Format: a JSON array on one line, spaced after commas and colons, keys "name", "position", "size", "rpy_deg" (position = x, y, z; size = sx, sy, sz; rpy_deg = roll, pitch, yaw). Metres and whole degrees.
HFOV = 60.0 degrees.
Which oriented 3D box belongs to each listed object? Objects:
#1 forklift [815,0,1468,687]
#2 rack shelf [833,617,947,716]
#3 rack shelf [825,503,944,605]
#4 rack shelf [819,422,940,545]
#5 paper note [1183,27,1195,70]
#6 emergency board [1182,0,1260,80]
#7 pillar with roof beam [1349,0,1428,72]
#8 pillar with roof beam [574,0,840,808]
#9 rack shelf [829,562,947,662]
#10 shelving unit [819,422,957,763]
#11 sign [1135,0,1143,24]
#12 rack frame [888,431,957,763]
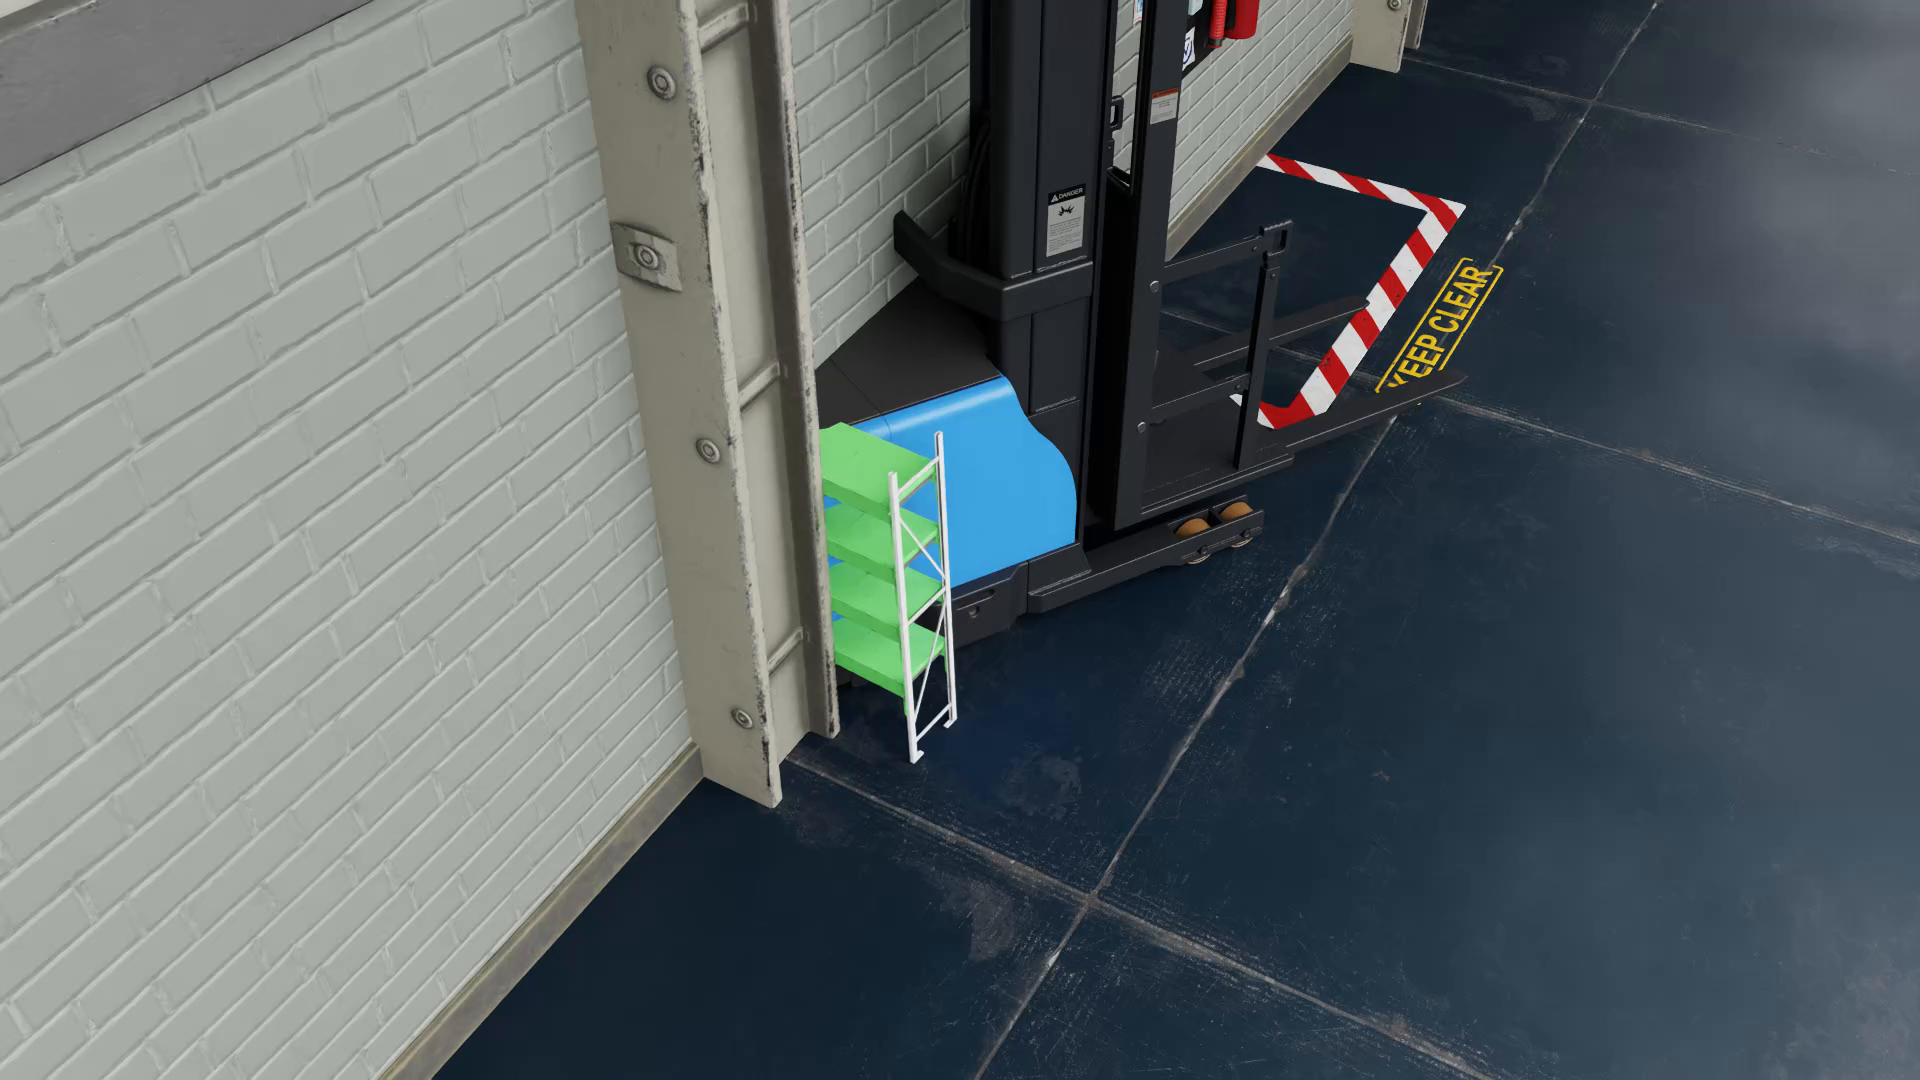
[{"name": "forklift", "position": [0.549, -1.299, 5.507], "size": [3.031, 2.935, 1.130], "rpy_deg": [-20, 45, -21]}, {"name": "rack shelf", "position": [-0.294, 0.348, 5.403], "size": [0.480, 0.148, 0.258], "rpy_deg": [24, 47, 27]}, {"name": "rack shelf", "position": [-0.310, -0.014, 5.088], "size": [0.480, 0.148, 0.258], "rpy_deg": [24, 47, 27]}, {"name": "rack shelf", "position": [-0.318, -0.195, 4.931], "size": [0.480, 0.148, 0.258], "rpy_deg": [24, 47, 27]}, {"name": "paper note", "position": [0.957, -2.059, 6.985], "size": [0.016, 0.148, 0.142], "rpy_deg": [21, 45, 22]}, {"name": "emergency board", "position": [1.105, -2.468, 6.783], "size": [0.194, 1.169, 0.643], "rpy_deg": [21, 45, 22]}, {"name": "pillar with roof beam", "position": [6.102, -4.697, 4.775], "size": [9.100, 9.000, 0.400], "rpy_deg": [21, 45, 22]}, {"name": "pillar with roof beam", "position": [3.100, -1.264, 0.876], "size": [9.100, 9.000, 0.400], "rpy_deg": [21, 45, 22]}, {"name": "rack shelf", "position": [-0.302, 0.167, 5.245], "size": [0.480, 0.148, 0.258], "rpy_deg": [24, 47, 27]}, {"name": "shelving unit", "position": [-0.304, 0.119, 5.204], "size": [0.503, 1.200, 0.258], "rpy_deg": [24, 47, 27]}, {"name": "sign", "position": [0.739, -2.199, 6.450], "size": [0.001, 0.329, 0.234], "rpy_deg": [21, 45, 22]}, {"name": "rack frame", "position": [-0.106, 0.207, 5.093], "size": [0.015, 1.200, 0.240], "rpy_deg": [24, 47, 27]}]
